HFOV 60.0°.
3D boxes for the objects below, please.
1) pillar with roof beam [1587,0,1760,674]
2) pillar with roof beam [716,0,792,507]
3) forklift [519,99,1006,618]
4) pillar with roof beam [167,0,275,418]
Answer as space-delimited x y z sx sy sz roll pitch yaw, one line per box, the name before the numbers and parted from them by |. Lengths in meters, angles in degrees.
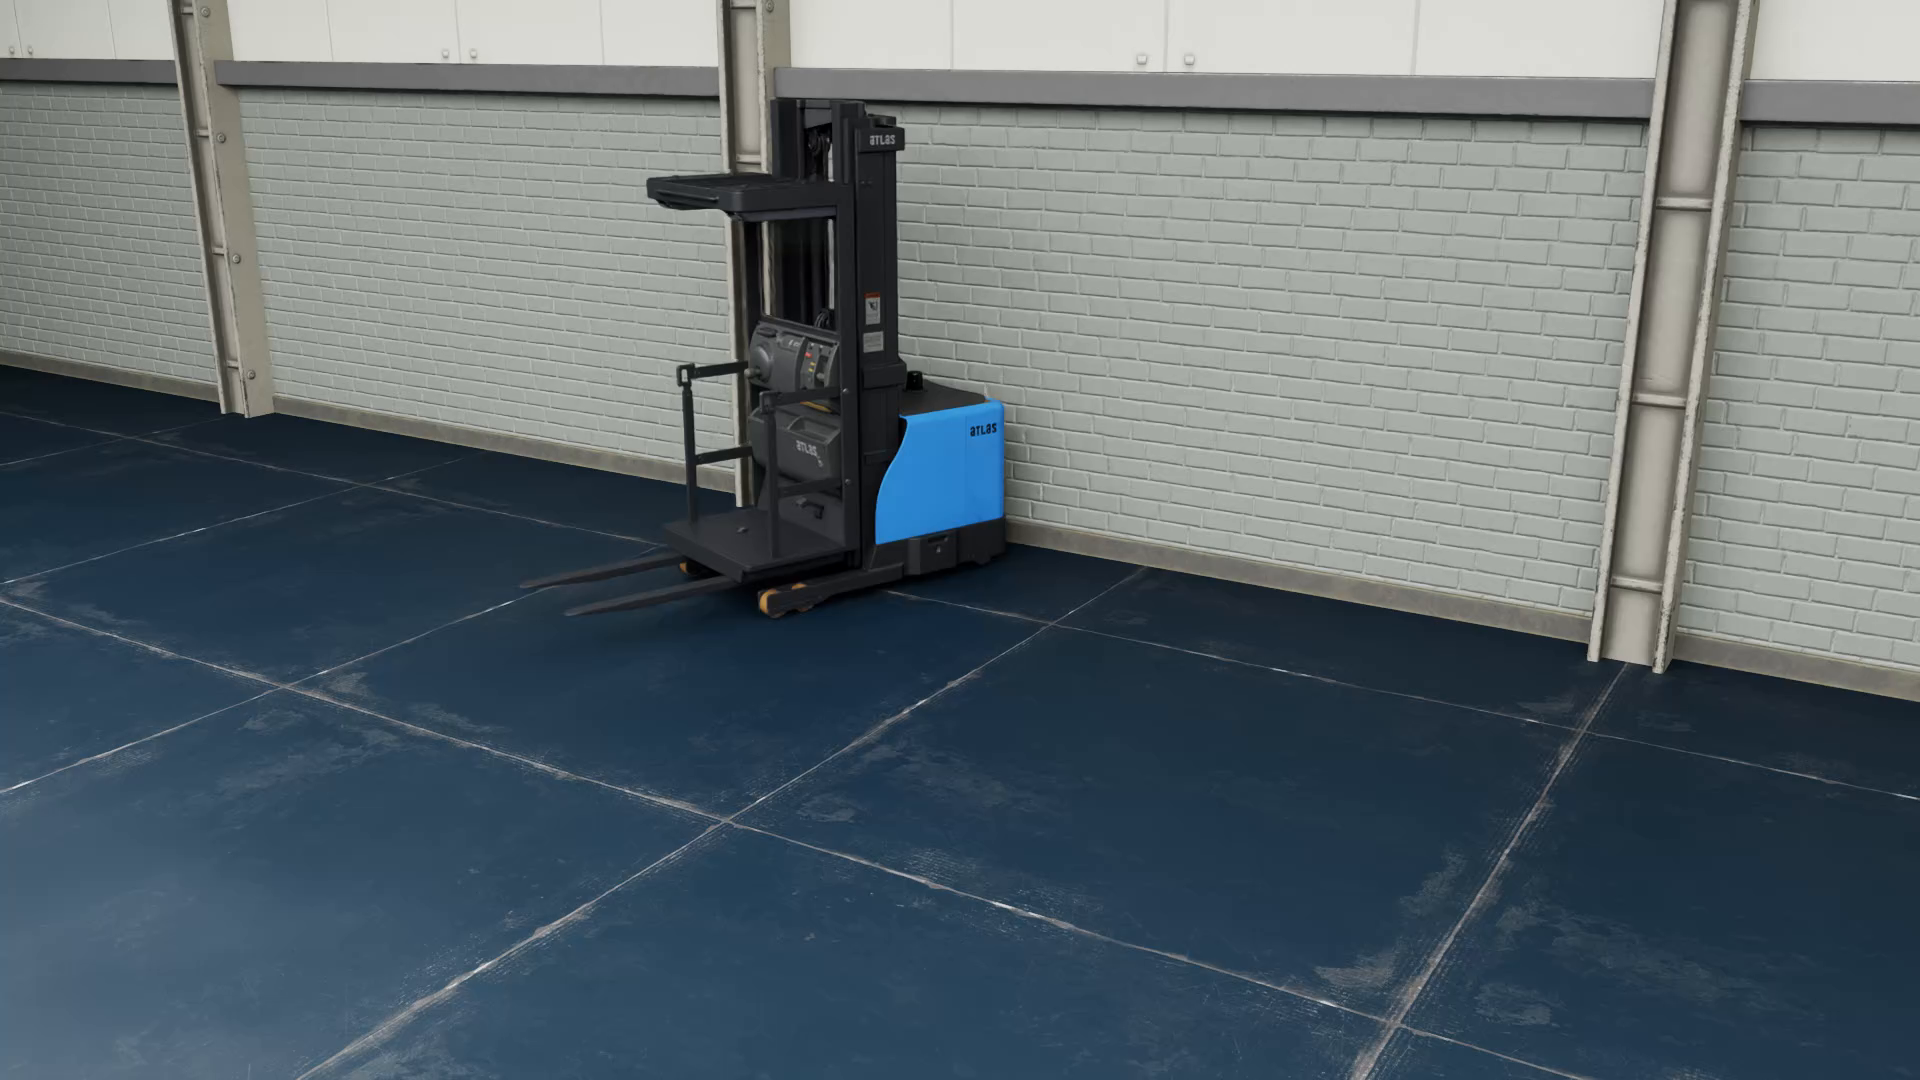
pillar with roof beam | 1.463 -2.583 4.403 0.400 9.000 9.100 10 20 30
pillar with roof beam | -3.650 -3.496 7.408 0.400 9.000 9.100 10 20 30
forklift | -1.181 -1.114 10.006 3.031 2.935 1.130 -12 21 -35
pillar with roof beam | -8.763 -4.409 10.412 0.400 9.000 9.100 10 20 30
